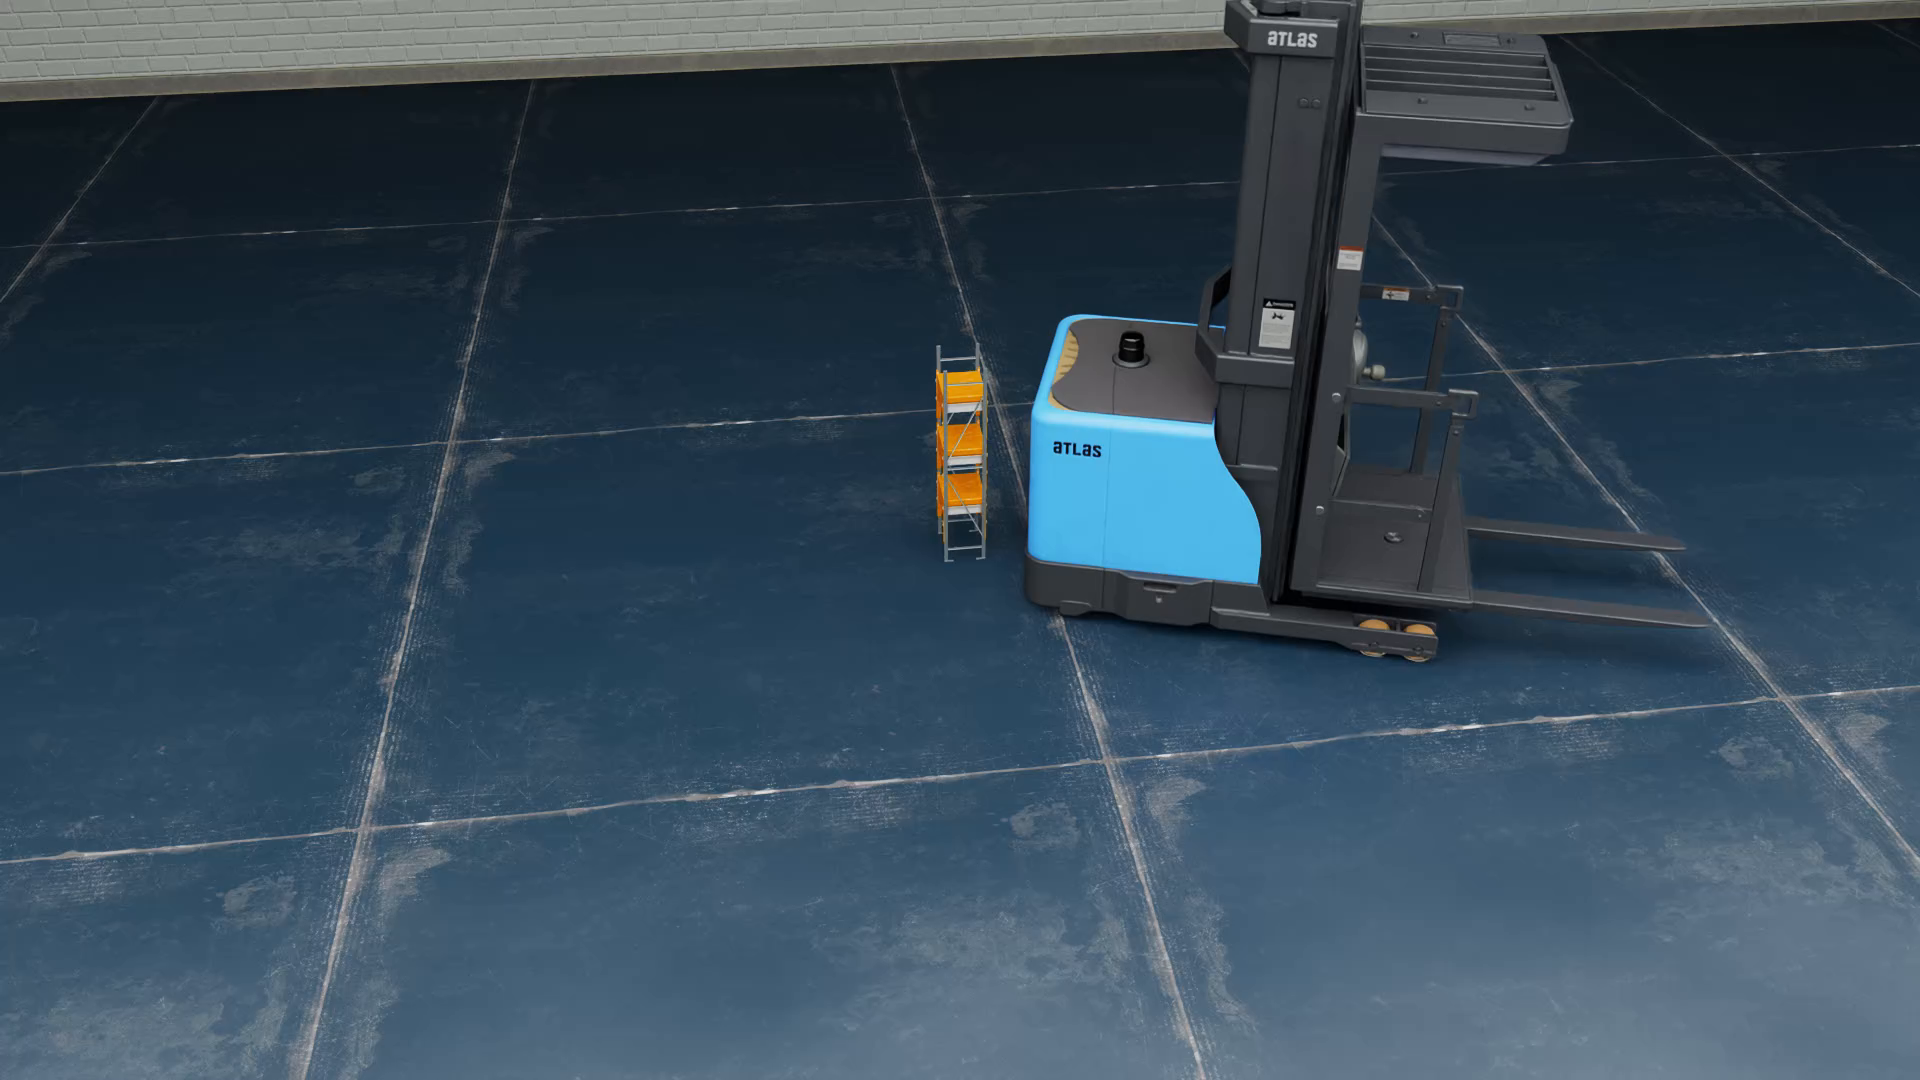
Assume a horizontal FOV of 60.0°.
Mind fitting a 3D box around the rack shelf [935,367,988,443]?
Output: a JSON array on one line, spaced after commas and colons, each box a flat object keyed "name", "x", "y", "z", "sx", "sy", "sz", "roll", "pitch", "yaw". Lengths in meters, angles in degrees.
[{"name": "rack shelf", "x": 0.007, "y": -0.630, "z": 7.757, "sx": 0.215, "sy": 0.259, "sz": 0.240, "roll": -4, "pitch": 35, "yaw": -6}]

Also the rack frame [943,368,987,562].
[{"name": "rack frame", "x": 0.024, "y": -0.336, "z": 7.811, "sx": 0.200, "sy": 1.050, "sz": 0.008, "roll": -4, "pitch": 35, "yaw": -6}]

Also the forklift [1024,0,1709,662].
[{"name": "forklift", "x": 1.866, "y": -0.993, "z": 7.104, "sx": 3.031, "sy": 2.935, "sz": 1.130, "roll": 6, "pitch": 35, "yaw": 9}]

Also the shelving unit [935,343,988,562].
[{"name": "shelving unit", "x": 0.007, "y": -0.404, "z": 7.911, "sx": 0.215, "sy": 1.050, "sz": 0.252, "roll": -4, "pitch": 35, "yaw": -6}]

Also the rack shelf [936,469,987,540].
[{"name": "rack shelf", "x": 0.007, "y": -0.166, "z": 8.073, "sx": 0.215, "sy": 0.259, "sz": 0.240, "roll": -4, "pitch": 35, "yaw": -6}]

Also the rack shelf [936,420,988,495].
[{"name": "rack shelf", "x": 0.007, "y": -0.395, "z": 7.916, "sx": 0.215, "sy": 0.259, "sz": 0.240, "roll": -4, "pitch": 35, "yaw": -6}]

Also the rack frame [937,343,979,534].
[{"name": "rack frame", "x": -0.009, "y": -0.472, "z": 8.010, "sx": 0.200, "sy": 1.050, "sz": 0.008, "roll": -4, "pitch": 35, "yaw": -6}]
